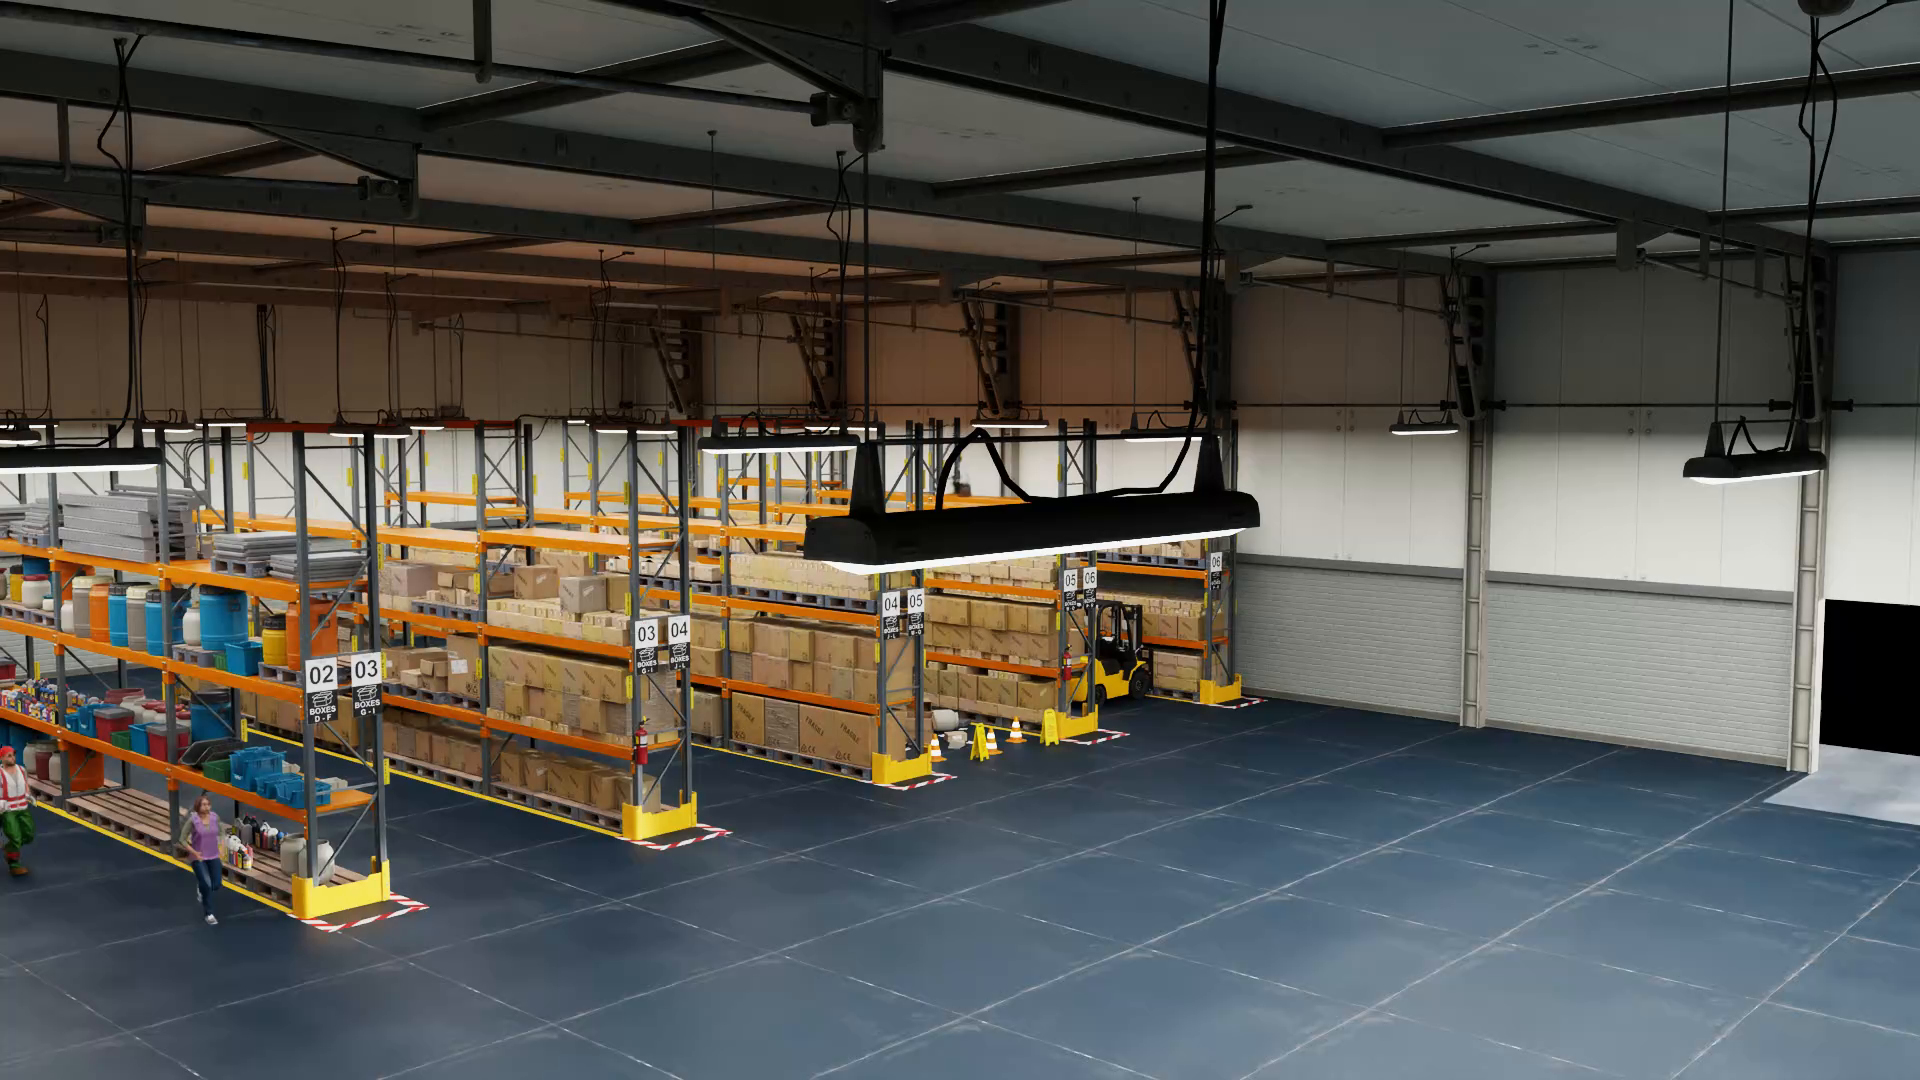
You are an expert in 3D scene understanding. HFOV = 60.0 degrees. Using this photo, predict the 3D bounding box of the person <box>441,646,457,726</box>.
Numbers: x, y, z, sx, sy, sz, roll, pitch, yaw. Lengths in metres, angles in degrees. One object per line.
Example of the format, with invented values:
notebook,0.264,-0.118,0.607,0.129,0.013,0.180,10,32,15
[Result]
person,-9.847,2.887,31.911,0.848,1.708,0.619,3,6,35

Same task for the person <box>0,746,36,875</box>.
person,-12.792,3.632,22.396,0.621,1.735,0.653,2,5,26

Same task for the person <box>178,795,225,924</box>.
person,-9.291,3.898,20.395,0.578,1.570,0.563,4,6,42
